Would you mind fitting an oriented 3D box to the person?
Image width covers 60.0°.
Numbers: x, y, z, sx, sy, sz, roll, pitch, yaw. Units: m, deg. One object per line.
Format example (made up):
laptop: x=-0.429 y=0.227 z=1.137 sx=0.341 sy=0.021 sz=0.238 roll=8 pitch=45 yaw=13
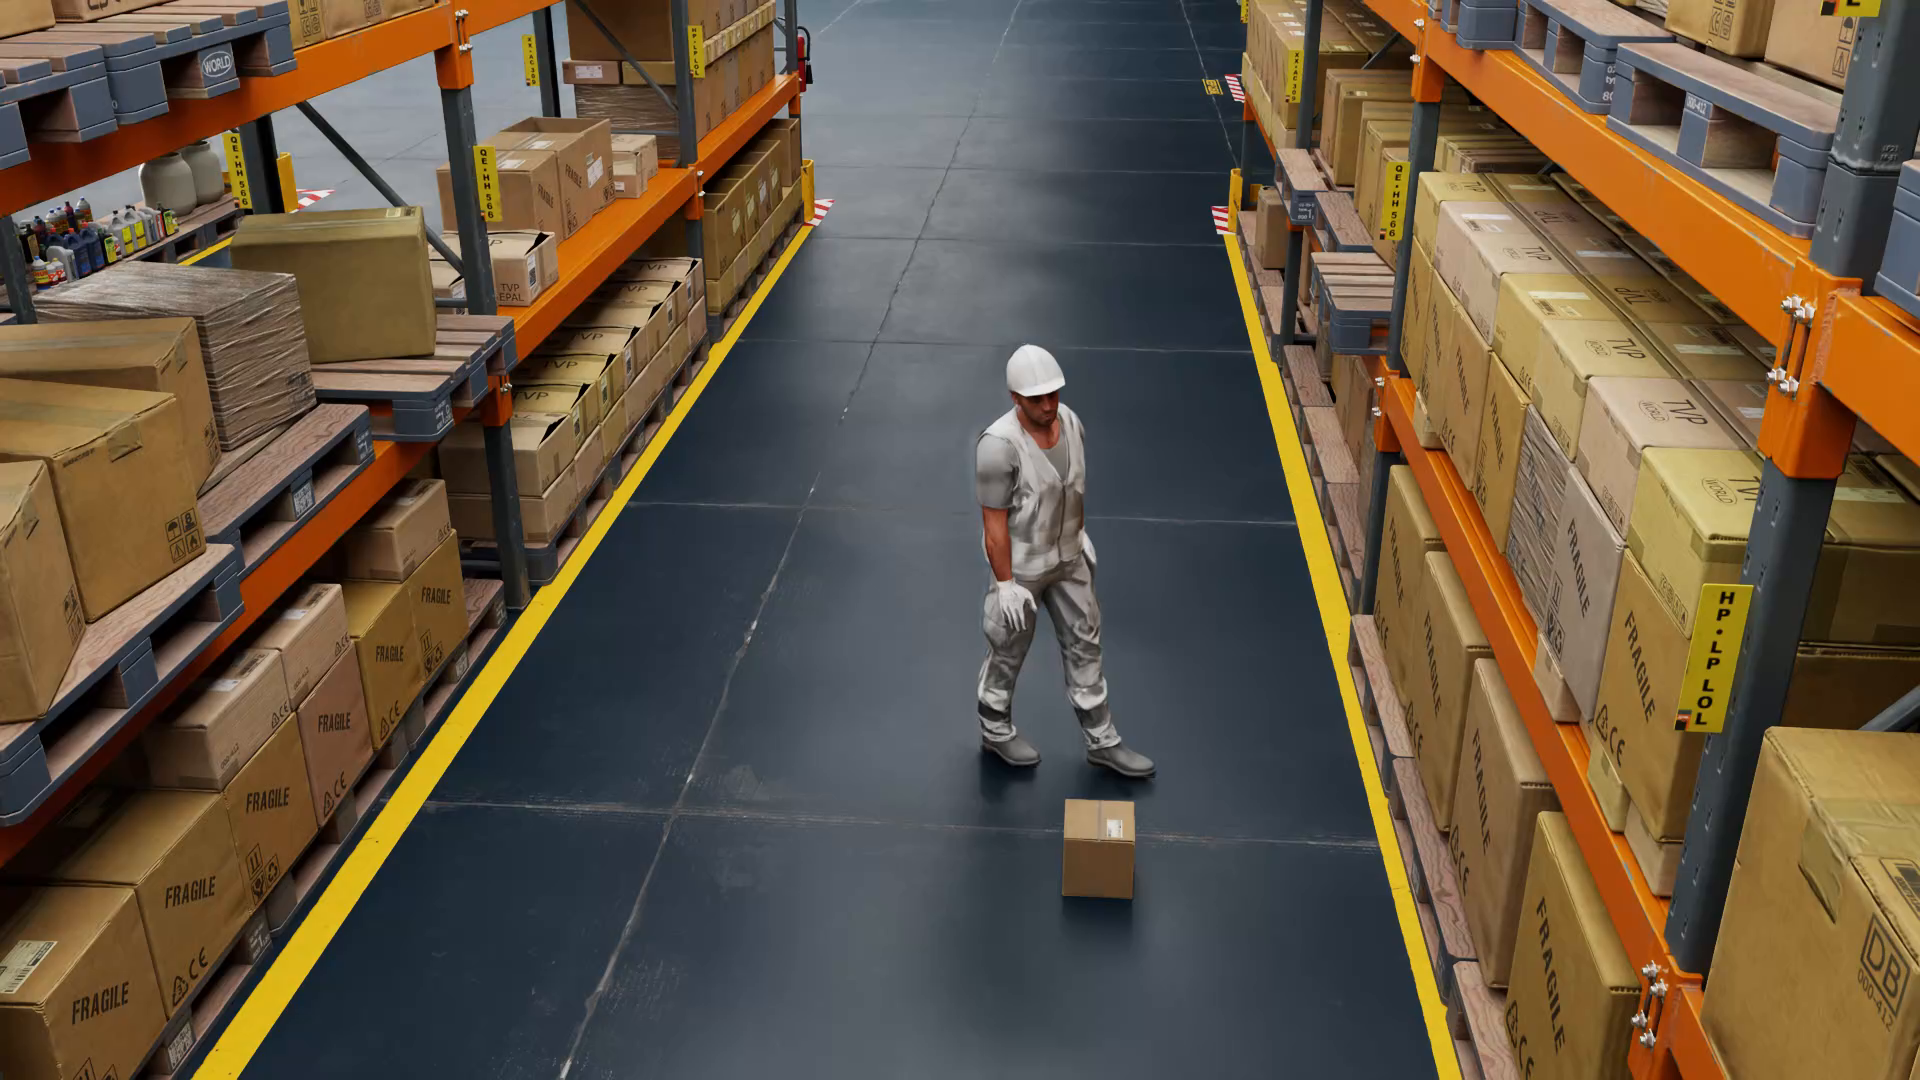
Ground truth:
person: x=0.361 y=0.114 z=6.290 sx=0.599 sy=1.770 sz=0.677 roll=-20 pitch=31 yaw=-37
